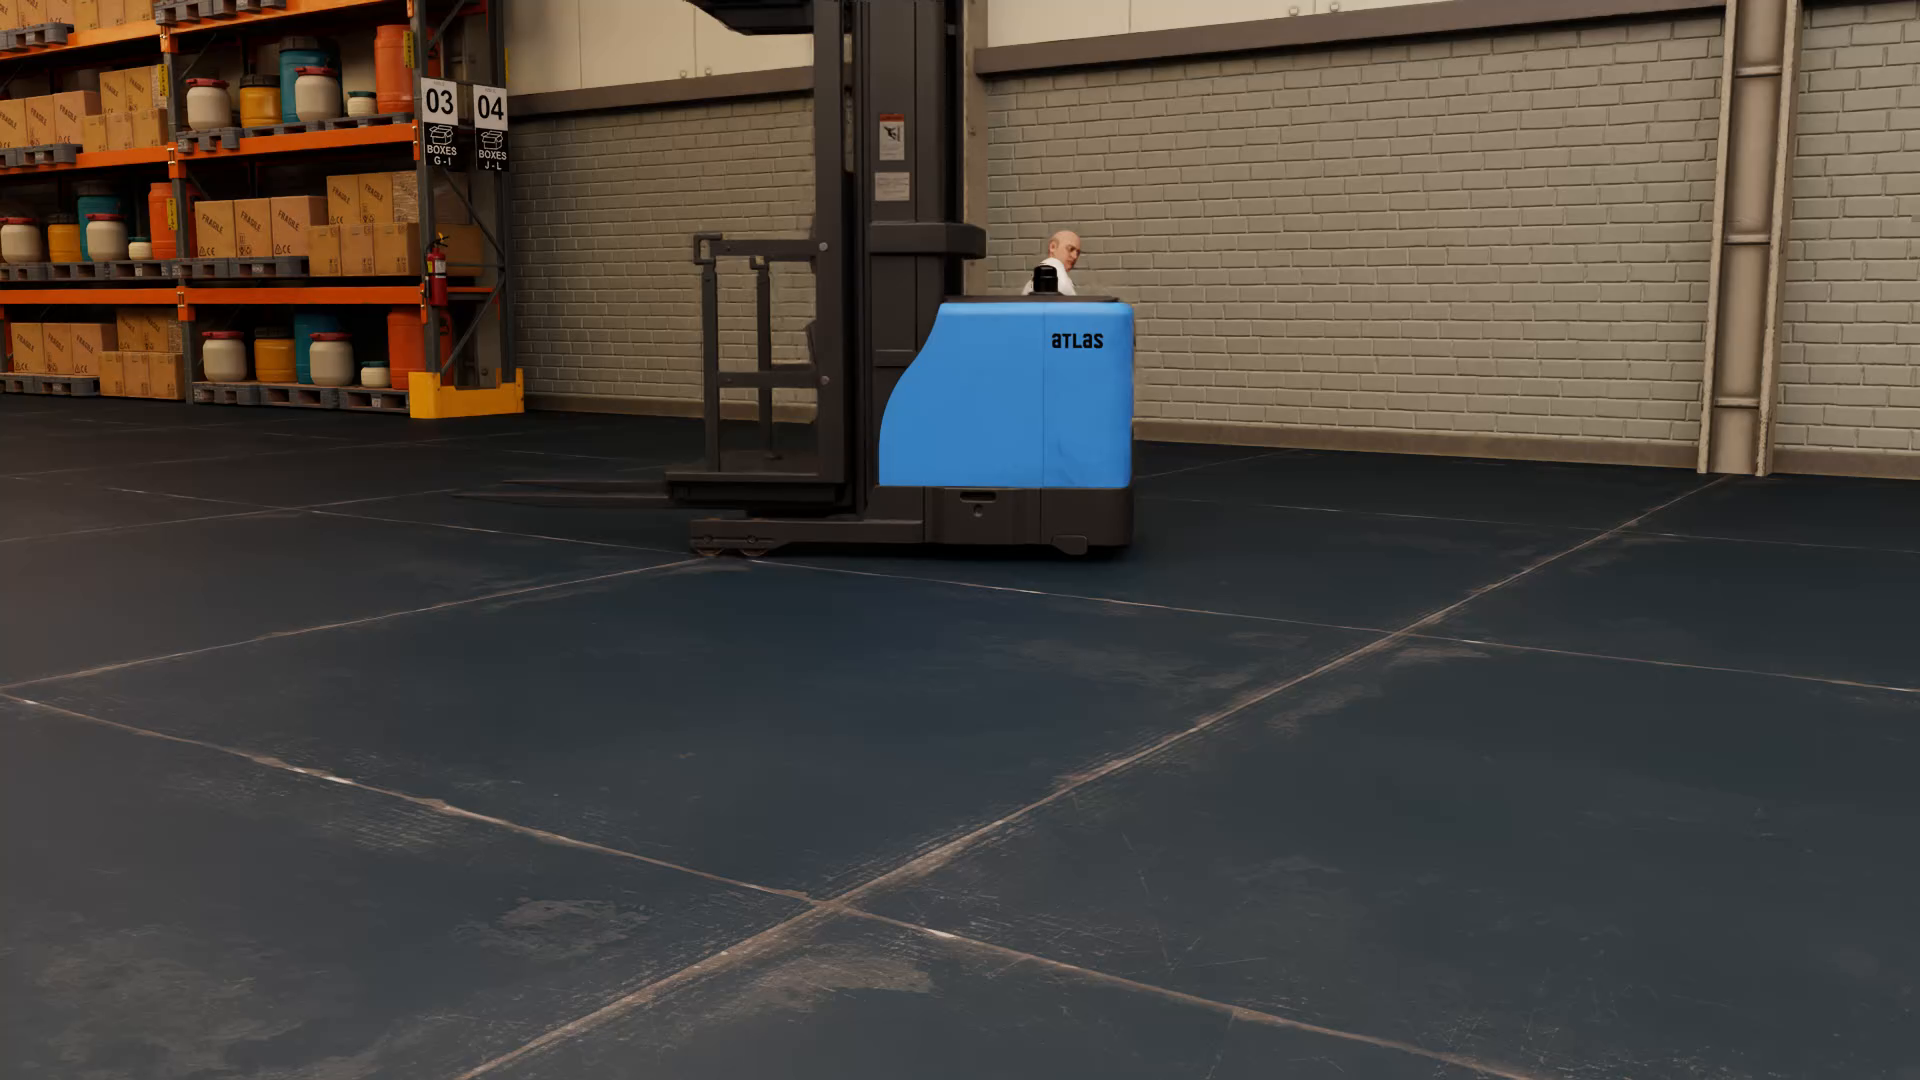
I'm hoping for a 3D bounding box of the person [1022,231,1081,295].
[{"bbox_3d":[0.619,-1.038,9.933,0.782,1.524,0.917,-3,9,-23],"label":"person"}]

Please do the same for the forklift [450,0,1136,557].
[{"bbox_3d":[-0.734,-1.451,7.397,3.031,2.935,1.130,1,8,6],"label":"forklift"}]
